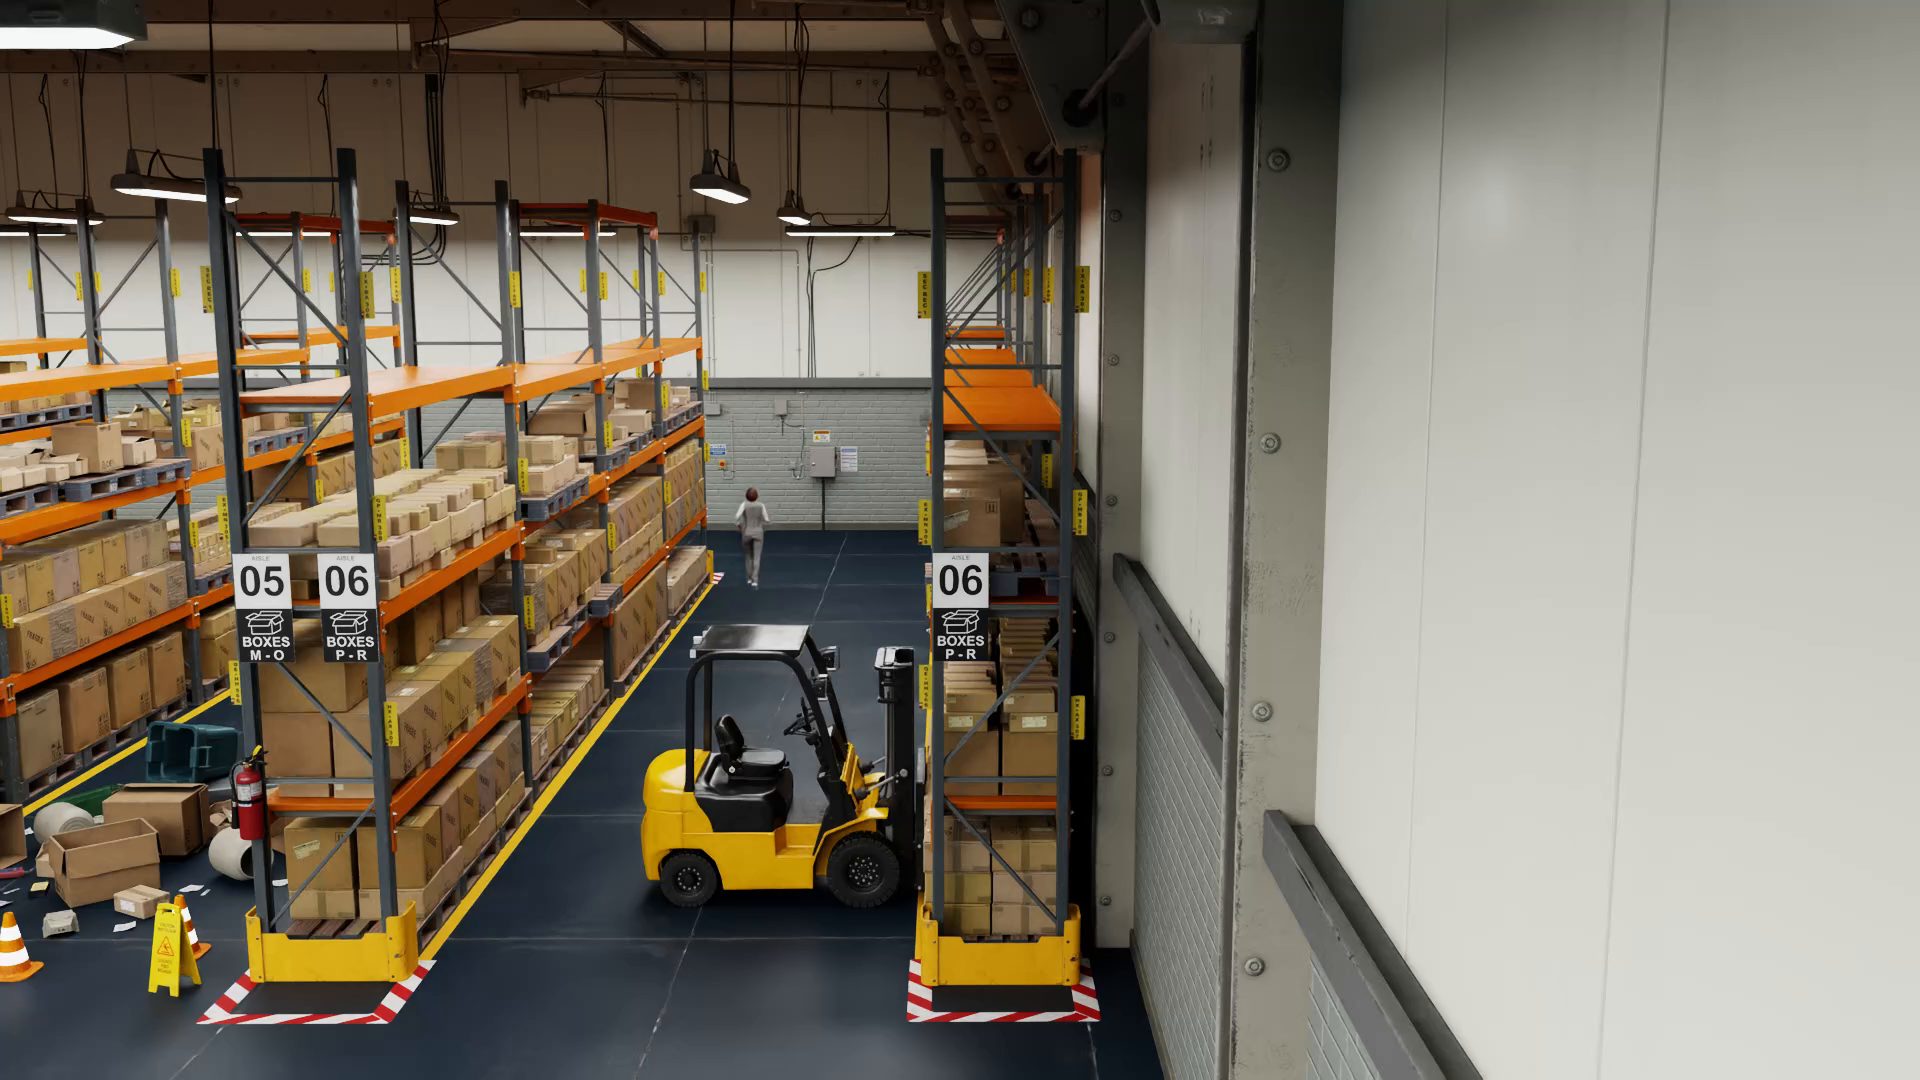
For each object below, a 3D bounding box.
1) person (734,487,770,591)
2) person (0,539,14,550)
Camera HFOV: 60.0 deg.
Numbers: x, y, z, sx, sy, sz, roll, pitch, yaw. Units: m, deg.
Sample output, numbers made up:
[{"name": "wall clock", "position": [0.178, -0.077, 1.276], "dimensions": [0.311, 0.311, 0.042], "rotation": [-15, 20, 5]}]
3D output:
[{"name": "person", "position": [-3.219, -0.019, 25.841], "dimensions": [0.531, 1.620, 0.773], "rotation": [-1, 9, -4]}, {"name": "person", "position": [-12.772, 0.736, 22.235], "dimensions": [0.632, 1.843, 0.736], "rotation": [-1, 9, -4]}]
